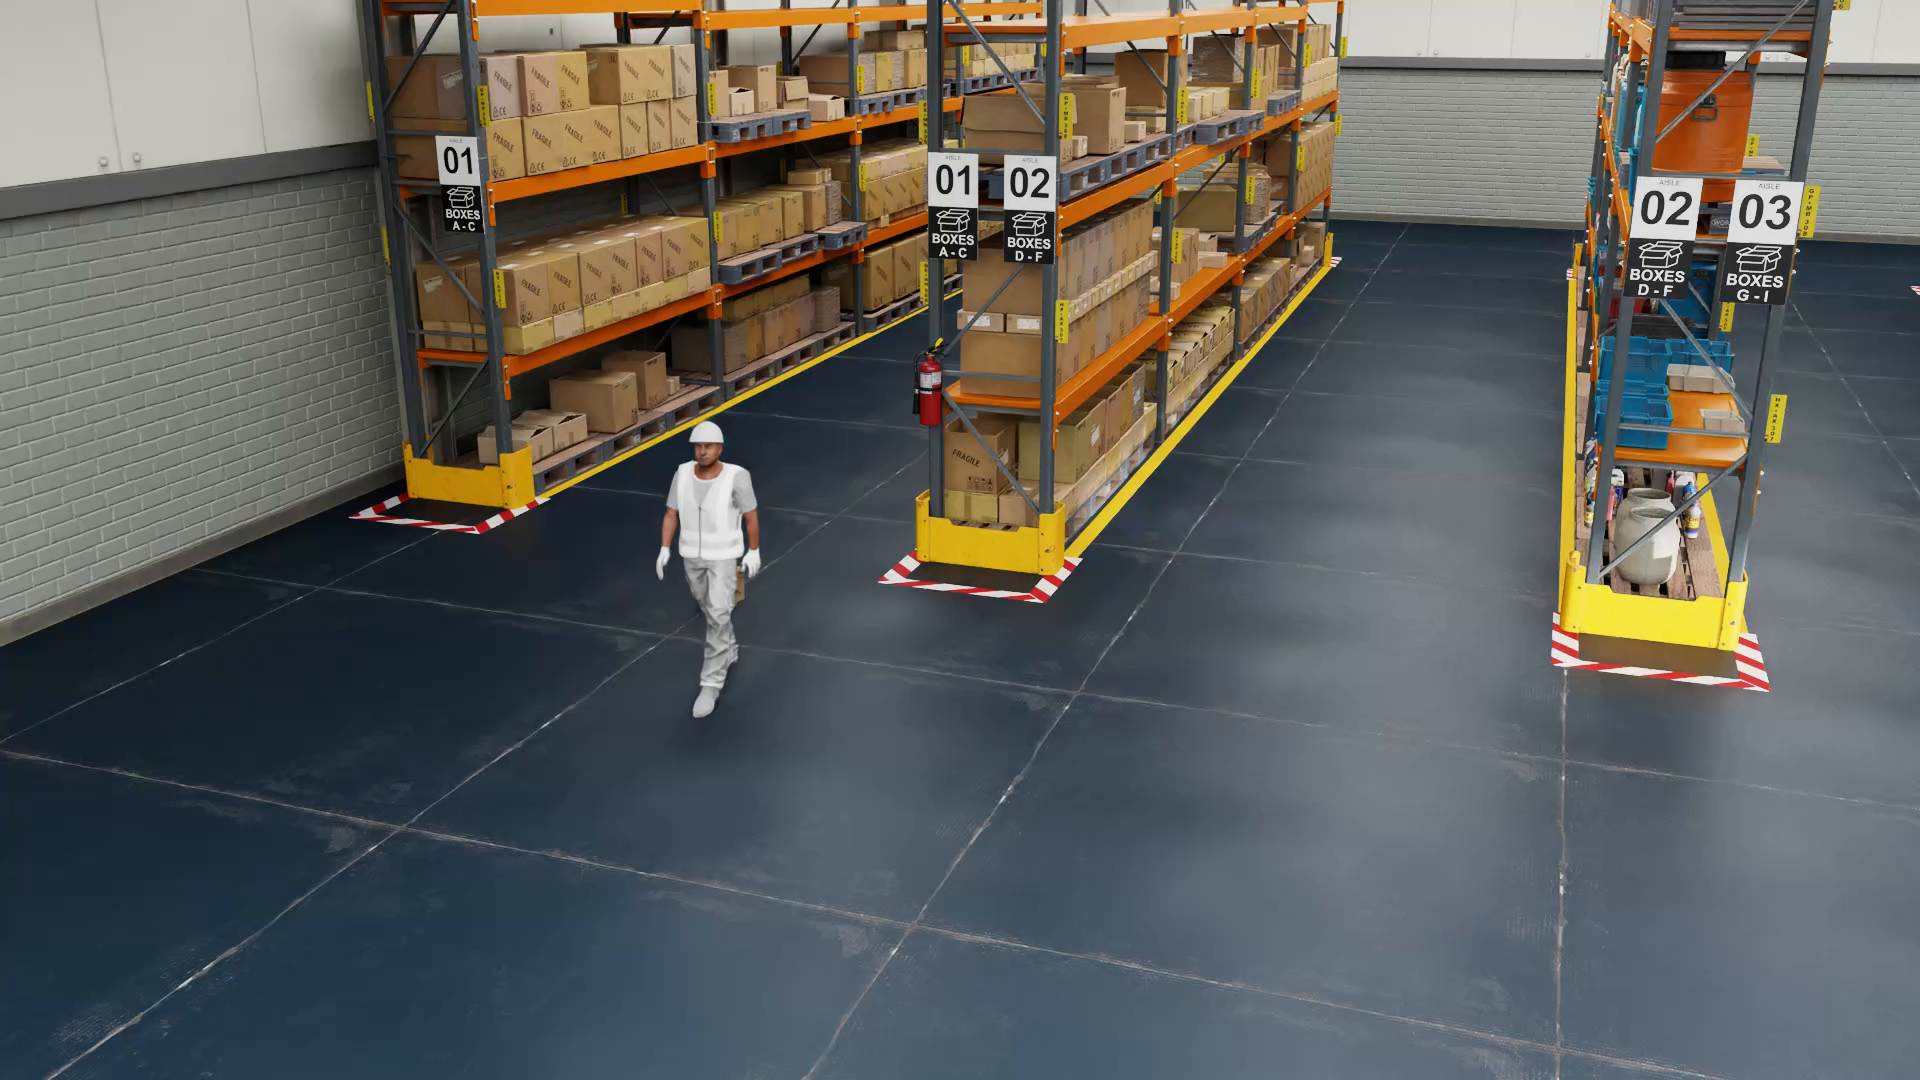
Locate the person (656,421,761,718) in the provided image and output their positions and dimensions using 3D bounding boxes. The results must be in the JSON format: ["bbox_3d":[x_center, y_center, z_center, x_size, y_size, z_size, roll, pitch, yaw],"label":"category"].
[{"bbox_3d":[-1.631,0.133,10.617,0.567,1.774,0.904,6,19,18],"label":"person"}]
